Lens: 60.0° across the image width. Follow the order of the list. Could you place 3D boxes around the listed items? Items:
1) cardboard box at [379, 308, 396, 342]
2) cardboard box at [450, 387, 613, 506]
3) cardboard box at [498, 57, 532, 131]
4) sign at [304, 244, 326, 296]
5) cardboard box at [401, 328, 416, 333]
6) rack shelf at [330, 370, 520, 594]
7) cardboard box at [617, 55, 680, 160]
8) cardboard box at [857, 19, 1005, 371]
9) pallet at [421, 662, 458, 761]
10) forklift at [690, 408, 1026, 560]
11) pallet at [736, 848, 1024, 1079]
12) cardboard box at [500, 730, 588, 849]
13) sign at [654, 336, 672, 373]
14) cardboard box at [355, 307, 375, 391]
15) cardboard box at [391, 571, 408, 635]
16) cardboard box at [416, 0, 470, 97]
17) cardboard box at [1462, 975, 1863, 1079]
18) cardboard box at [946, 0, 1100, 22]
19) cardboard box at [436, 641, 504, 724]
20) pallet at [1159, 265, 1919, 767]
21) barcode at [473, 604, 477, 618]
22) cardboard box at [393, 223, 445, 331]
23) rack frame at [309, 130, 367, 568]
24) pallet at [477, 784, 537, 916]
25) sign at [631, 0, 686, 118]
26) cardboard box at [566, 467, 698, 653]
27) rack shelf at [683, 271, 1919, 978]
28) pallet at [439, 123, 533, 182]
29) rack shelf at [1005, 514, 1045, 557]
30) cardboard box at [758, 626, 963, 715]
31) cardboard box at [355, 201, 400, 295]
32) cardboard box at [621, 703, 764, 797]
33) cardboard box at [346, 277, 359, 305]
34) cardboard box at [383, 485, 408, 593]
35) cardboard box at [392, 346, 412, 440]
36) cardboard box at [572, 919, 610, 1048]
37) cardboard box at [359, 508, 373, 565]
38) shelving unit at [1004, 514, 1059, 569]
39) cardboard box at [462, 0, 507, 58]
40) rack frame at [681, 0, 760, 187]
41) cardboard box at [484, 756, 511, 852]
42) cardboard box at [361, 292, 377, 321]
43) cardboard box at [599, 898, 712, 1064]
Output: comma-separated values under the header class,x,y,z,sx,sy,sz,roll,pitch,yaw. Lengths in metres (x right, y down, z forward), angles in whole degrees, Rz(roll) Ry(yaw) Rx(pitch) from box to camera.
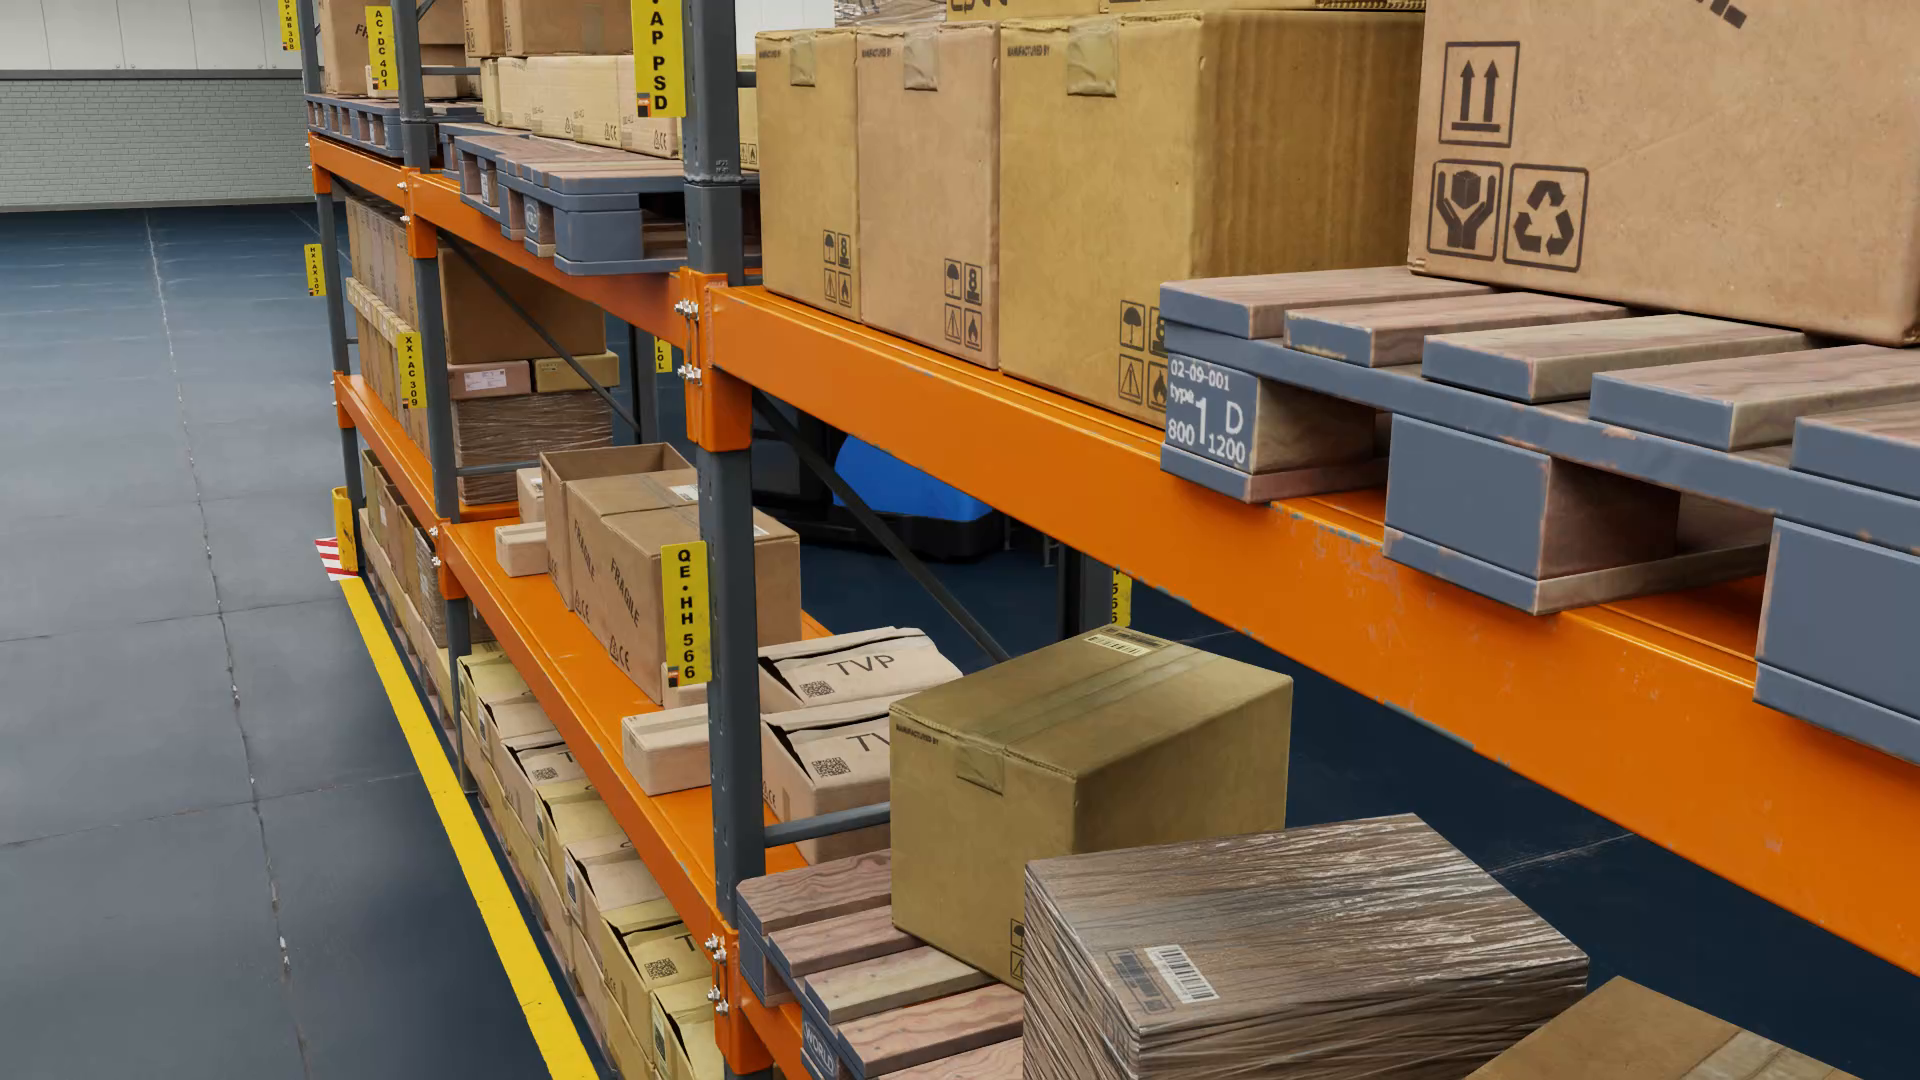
class,x,y,z,sx,sy,sz,roll,pitch,yaw
cardboard box,-2.954,-1.186,9.089,0.380,0.149,0.250,-7,18,-24
cardboard box,-2.053,-0.496,7.861,0.700,0.500,0.500,-8,18,-26
cardboard box,-1.348,-1.621,6.034,0.500,0.250,0.500,-10,19,-30
sign,-4.107,-1.720,10.592,0.100,0.325,0.005,-8,18,-25
cardboard box,-2.609,-0.993,8.416,0.380,0.149,0.250,-8,18,-25
rack shelf,-2.729,-0.489,9.322,1.077,0.370,4.000,-8,18,-25
cardboard box,-0.596,-1.152,4.401,0.500,0.250,0.500,-7,17,-23
cardboard box,0.344,-0.607,2.807,0.910,0.500,0.500,-8,18,-25
pallet,-2.164,0.799,8.584,1.003,0.211,1.213,-8,18,-25
forklift,-1.053,-1.534,11.783,3.031,2.935,1.130,8,18,25
pallet,0.260,0.904,3.509,1.213,0.211,1.003,-8,18,-25
cardboard box,-1.453,0.897,6.395,0.500,0.311,0.500,-8,18,-27
sign,-1.369,-0.926,7.583,0.100,0.325,0.005,-8,18,-25
cardboard box,-3.412,-1.262,10.528,0.700,0.500,0.500,-8,18,-25
cardboard box,-2.915,0.321,9.418,0.500,0.250,0.500,-8,18,-25
cardboard box,-2.461,-2.523,8.465,0.797,0.503,0.637,-6,17,-19
cardboard box,0.822,0.964,2.011,0.700,0.500,0.500,-13,21,-39
cardboard box,0.308,-1.082,2.653,0.500,0.500,0.500,-8,18,-25
cardboard box,-2.253,0.692,8.125,0.500,0.250,0.500,-8,18,-25
pallet,0.972,-0.134,1.682,1.213,0.211,1.003,-8,18,-25
barcode,-2.115,0.303,7.250,0.001,0.075,0.075,-8,18,-25
cardboard box,-2.494,-1.369,8.552,0.700,0.500,0.500,-8,18,-25
rack frame,-3.605,-1.331,10.951,1.000,3.000,0.127,-8,18,-25
pallet,-1.495,1.179,7.259,1.003,0.211,1.213,-8,18,-25
sign,-0.603,-1.011,3.316,0.100,0.325,0.005,-8,18,-25
cardboard box,-1.081,0.060,5.922,0.500,0.500,0.500,-8,18,-25
rack shelf,0.776,0.053,1.996,1.077,0.370,4.000,-8,18,-25
pallet,-1.455,-1.472,6.350,0.805,0.209,1.217,-8,18,-27
rack shelf,0.607,-0.220,11.296,0.431,0.518,0.480,-10,19,-30
cardboard box,-0.318,0.450,4.905,0.500,0.311,0.500,-8,18,-26
cardboard box,-3.154,-1.742,9.851,0.700,0.500,0.500,-8,18,-26
cardboard box,-0.743,0.584,4.734,0.380,0.149,0.250,-8,18,-25
cardboard box,-3.627,-1.568,10.418,0.380,0.149,0.250,-8,18,-25
cardboard box,-2.916,-0.040,9.314,0.500,0.500,0.500,-8,18,-25
cardboard box,-2.732,-0.878,9.192,0.700,0.500,0.500,-7,17,-23
cardboard box,-0.997,1.419,5.591,0.500,0.250,0.500,-7,18,-24
cardboard box,-3.570,-0.051,10.715,0.500,0.250,0.500,-8,18,-25
shelving unit,0.607,-0.906,11.099,0.431,2.100,0.503,-10,19,-30
cardboard box,-1.618,-2.113,6.391,0.500,0.500,0.500,-7,18,-24
rack frame,-0.101,-2.231,3.211,1.000,3.000,0.127,-8,18,-25
cardboard box,-1.676,1.038,6.921,0.500,0.250,0.500,-7,18,-24
cardboard box,-3.292,-1.378,9.756,0.380,0.149,0.250,-8,18,-26
cardboard box,-0.785,1.275,5.077,0.500,0.311,0.500,-8,18,-26
